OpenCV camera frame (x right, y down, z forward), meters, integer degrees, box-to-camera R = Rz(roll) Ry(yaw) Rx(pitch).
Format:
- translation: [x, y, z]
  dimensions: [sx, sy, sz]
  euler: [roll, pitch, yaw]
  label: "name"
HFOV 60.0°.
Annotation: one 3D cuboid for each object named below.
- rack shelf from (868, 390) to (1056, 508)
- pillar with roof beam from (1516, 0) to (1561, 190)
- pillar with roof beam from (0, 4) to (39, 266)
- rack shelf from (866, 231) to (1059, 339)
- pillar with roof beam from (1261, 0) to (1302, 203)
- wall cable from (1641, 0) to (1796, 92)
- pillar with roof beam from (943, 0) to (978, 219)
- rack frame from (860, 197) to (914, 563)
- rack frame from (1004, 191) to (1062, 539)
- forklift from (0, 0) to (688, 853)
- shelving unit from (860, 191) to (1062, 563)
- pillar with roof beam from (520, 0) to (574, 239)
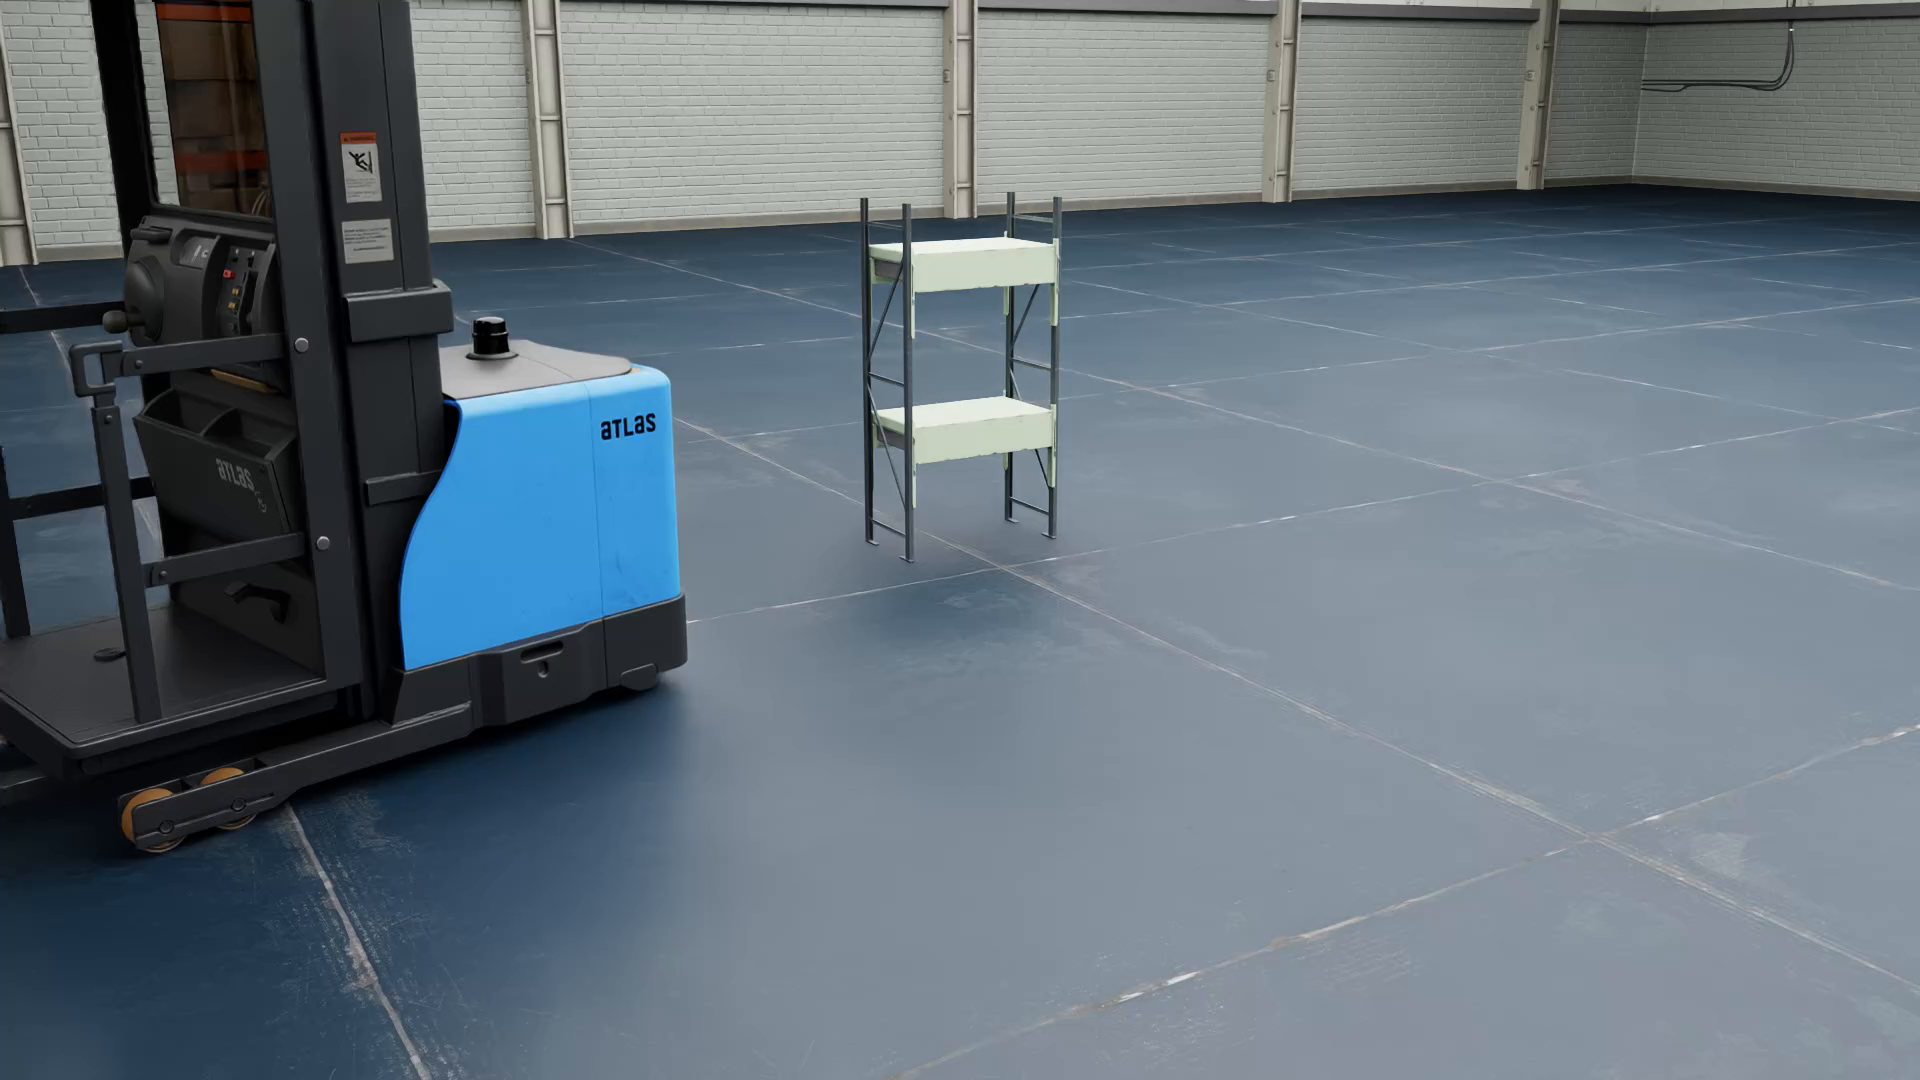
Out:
- translation: [0.006, -0.409, 7.299]
  dimensions: [0.720, 0.370, 0.431]
  euler: [-9, 18, -30]
  label: "rack shelf"
- translation: [12.505, -9.683, 25.280]
  dimensions: [0.400, 9.000, 9.100]
  euler: [-9, 18, -30]
  label: "pillar with roof beam"
- translation: [-8.067, -6.347, 13.379]
  dimensions: [0.400, 9.000, 9.100]
  euler: [-9, 18, -30]
  label: "pillar with roof beam"
- translation: [0.006, -1.099, 7.105]
  dimensions: [0.720, 0.370, 0.431]
  euler: [-9, 18, -30]
  label: "rack shelf"
- translation: [7.362, -8.849, 22.305]
  dimensions: [0.400, 9.000, 9.100]
  euler: [-9, 18, -30]
  label: "pillar with roof beam"
- translation: [13.494, -9.287, 29.622]
  dimensions: [0.112, 2.526, 3.097]
  euler: [-9, 18, -30]
  label: "wall cable"
- translation: [2.219, -8.015, 19.329]
  dimensions: [0.400, 9.000, 9.100]
  euler: [-9, 18, -30]
  label: "pillar with roof beam"
- translation: [-0.308, -0.672, 7.029]
  dimensions: [0.023, 1.500, 0.400]
  euler: [-9, 18, -30]
  label: "rack frame"
- translation: [0.319, -0.774, 7.392]
  dimensions: [0.023, 1.500, 0.400]
  euler: [-9, 18, -30]
  label: "rack frame"
- translation: [-2.311, -0.733, 4.595]
  dimensions: [1.130, 2.935, 3.031]
  euler: [14, 21, 42]
  label: "forklift"
- translation: [0.006, -0.723, 7.211]
  dimensions: [0.755, 1.500, 0.431]
  euler: [-9, 18, -30]
  label: "shelving unit"
- translation: [-2.924, -7.181, 16.354]
  dimensions: [0.400, 9.000, 9.100]
  euler: [-9, 18, -30]
  label: "pillar with roof beam"
